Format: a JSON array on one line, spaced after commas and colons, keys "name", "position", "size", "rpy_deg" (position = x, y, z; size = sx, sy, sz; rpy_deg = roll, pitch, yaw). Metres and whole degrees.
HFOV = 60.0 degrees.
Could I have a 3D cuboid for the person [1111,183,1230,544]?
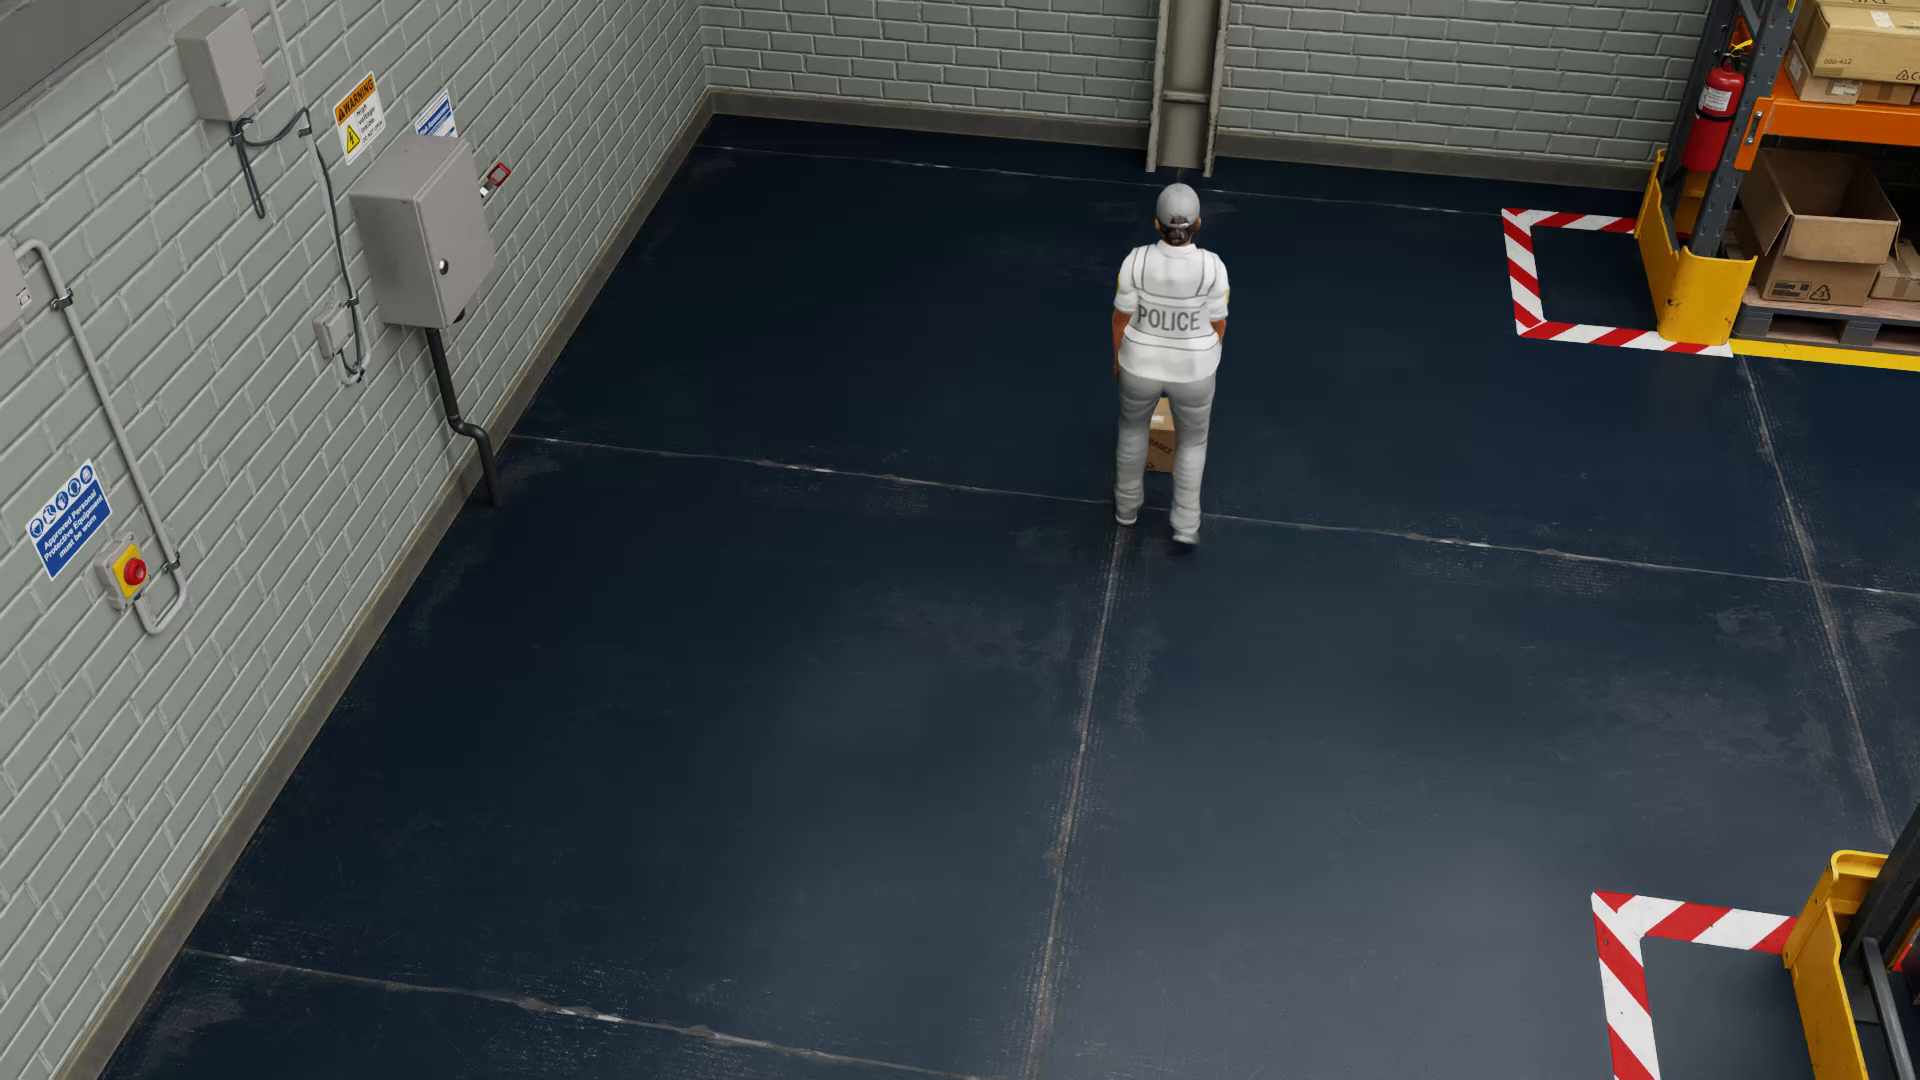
[{"name": "person", "position": [0.866, -0.684, 7.040], "size": [0.481, 1.777, 0.428], "rpy_deg": [7, 41, 8]}]
